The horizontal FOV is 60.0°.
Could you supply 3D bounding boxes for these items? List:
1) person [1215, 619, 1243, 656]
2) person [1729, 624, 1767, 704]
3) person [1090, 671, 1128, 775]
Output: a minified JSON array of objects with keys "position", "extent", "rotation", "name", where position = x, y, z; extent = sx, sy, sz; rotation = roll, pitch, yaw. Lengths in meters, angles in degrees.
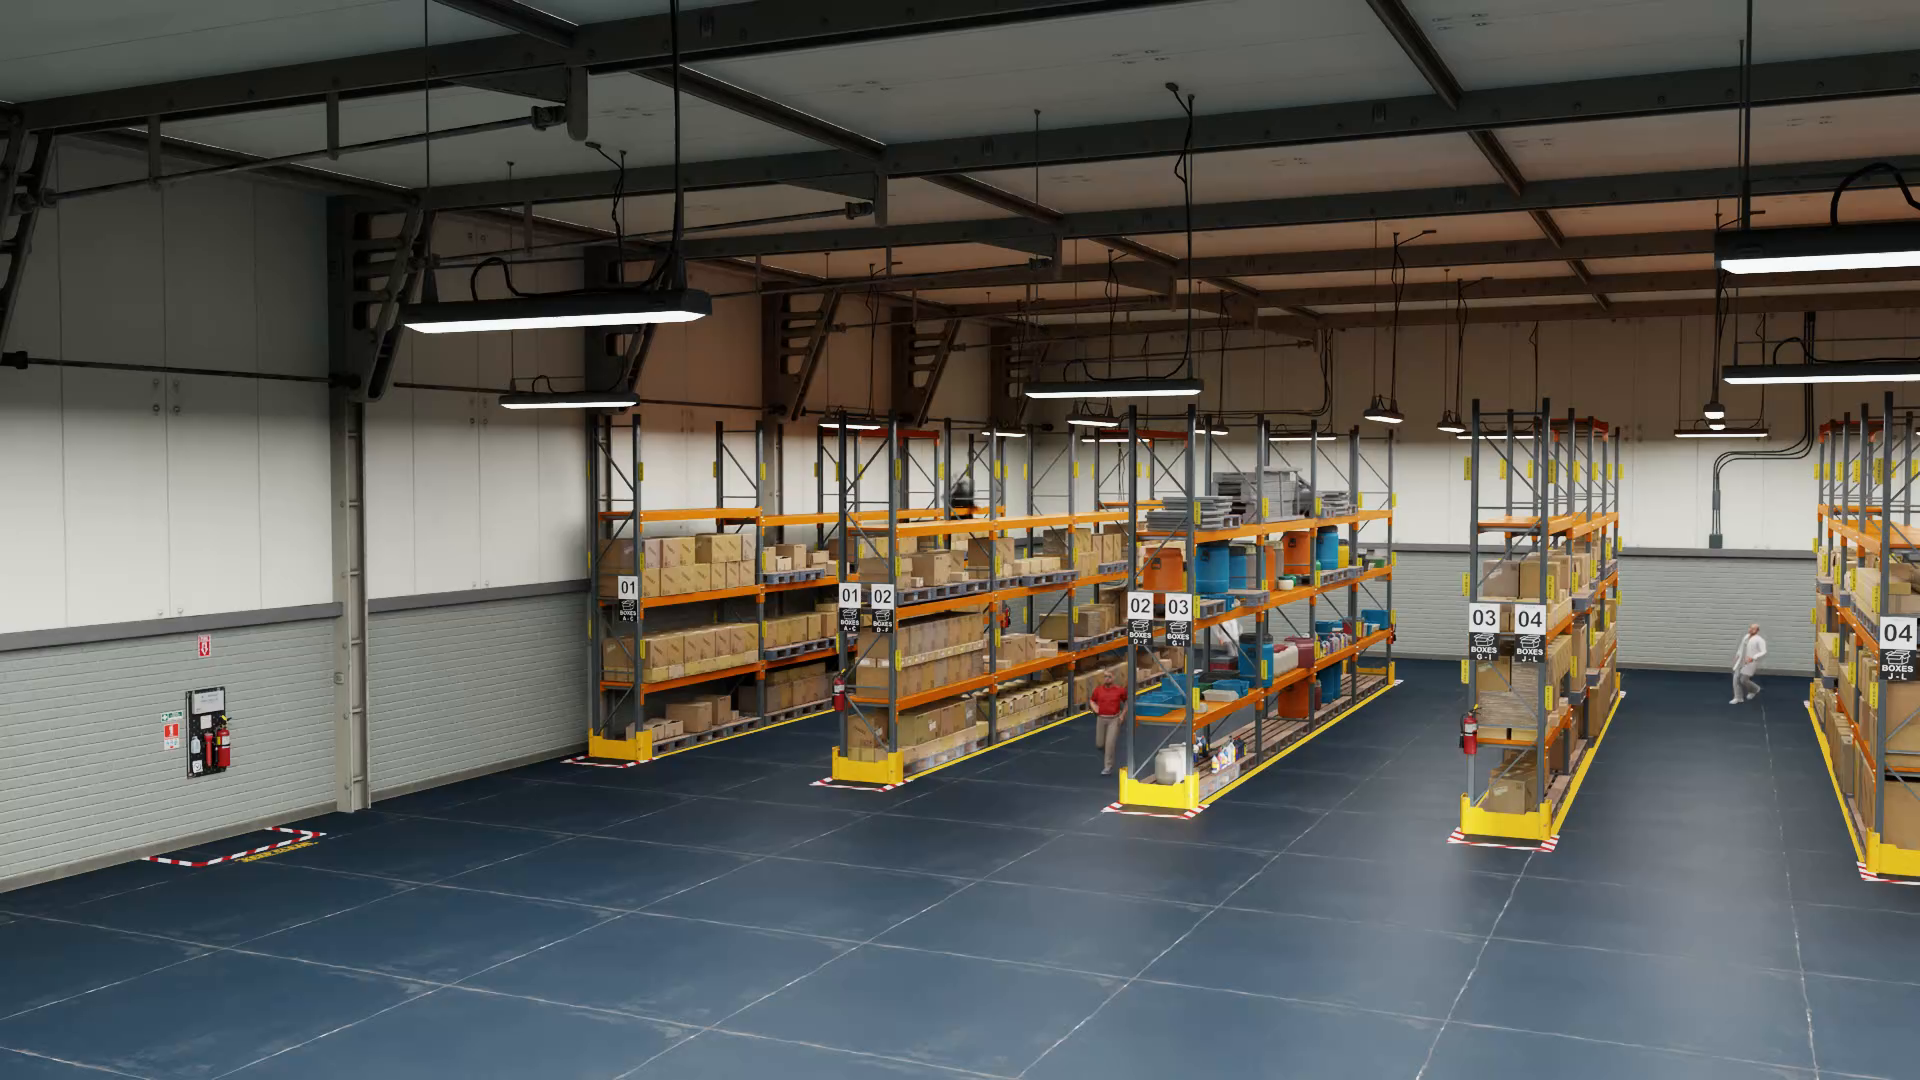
[{"position":[6.652,2.480,40.768],"extent":[0.706,1.721,0.516],"rotation":[-1,2,-18],"name":"person"},{"position":[17.006,2.675,35.862],"extent":[0.752,1.745,0.767],"rotation":[-1,3,-20],"name":"person"},{"position":[2.488,3.015,27.670],"extent":[0.668,1.691,0.741],"rotation":[1,2,18],"name":"person"}]
